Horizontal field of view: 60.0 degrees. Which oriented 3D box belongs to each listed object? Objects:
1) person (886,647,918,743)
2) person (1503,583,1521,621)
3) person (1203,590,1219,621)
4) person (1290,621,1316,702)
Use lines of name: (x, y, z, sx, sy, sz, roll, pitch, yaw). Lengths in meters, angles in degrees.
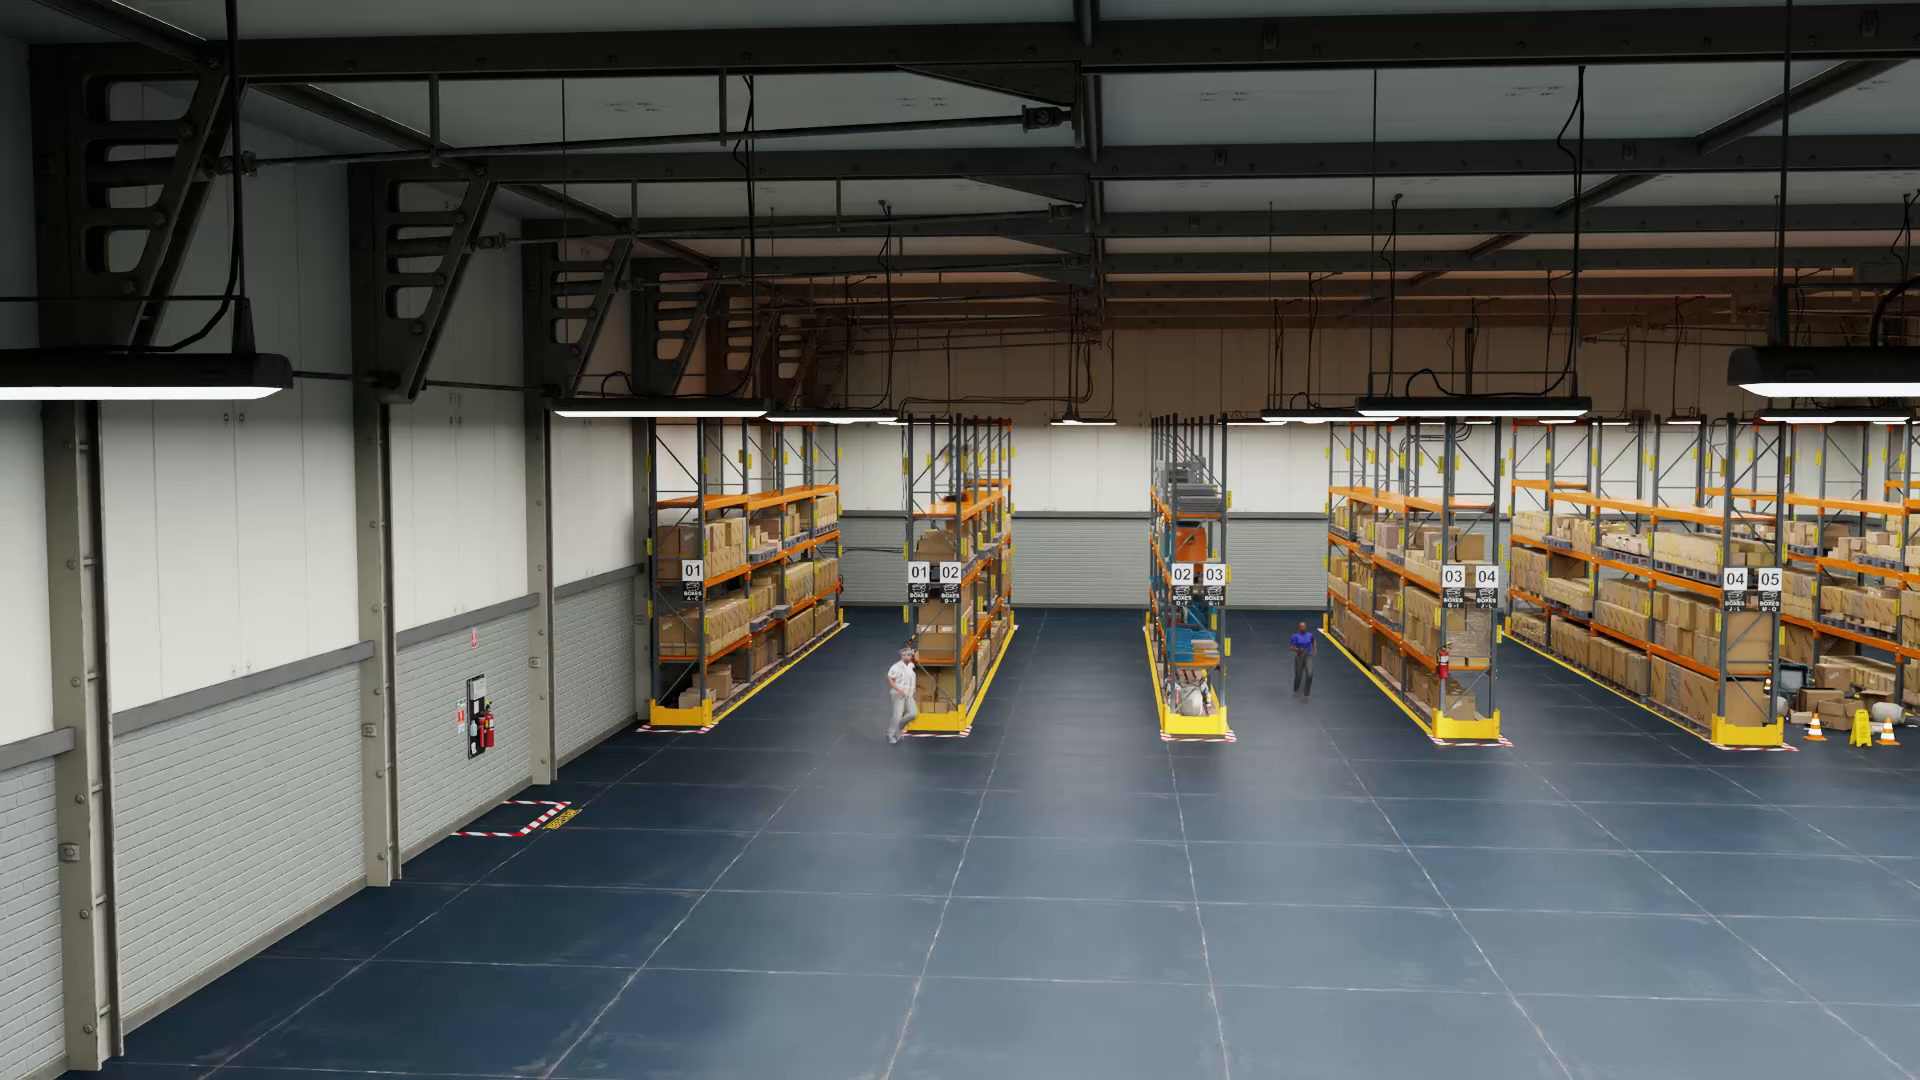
person: (-1.003, 2.819, 30.425, 0.717, 1.719, 0.532, -4, 5, -43)
person: (15.689, 1.699, 47.033, 0.602, 1.738, 0.686, -1, 4, -10)
person: (7.385, 1.583, 49.626, 0.966, 1.749, 0.677, 2, 4, 24)
person: (7.246, 2.559, 35.081, 0.583, 1.694, 0.765, 0, 4, 1)
